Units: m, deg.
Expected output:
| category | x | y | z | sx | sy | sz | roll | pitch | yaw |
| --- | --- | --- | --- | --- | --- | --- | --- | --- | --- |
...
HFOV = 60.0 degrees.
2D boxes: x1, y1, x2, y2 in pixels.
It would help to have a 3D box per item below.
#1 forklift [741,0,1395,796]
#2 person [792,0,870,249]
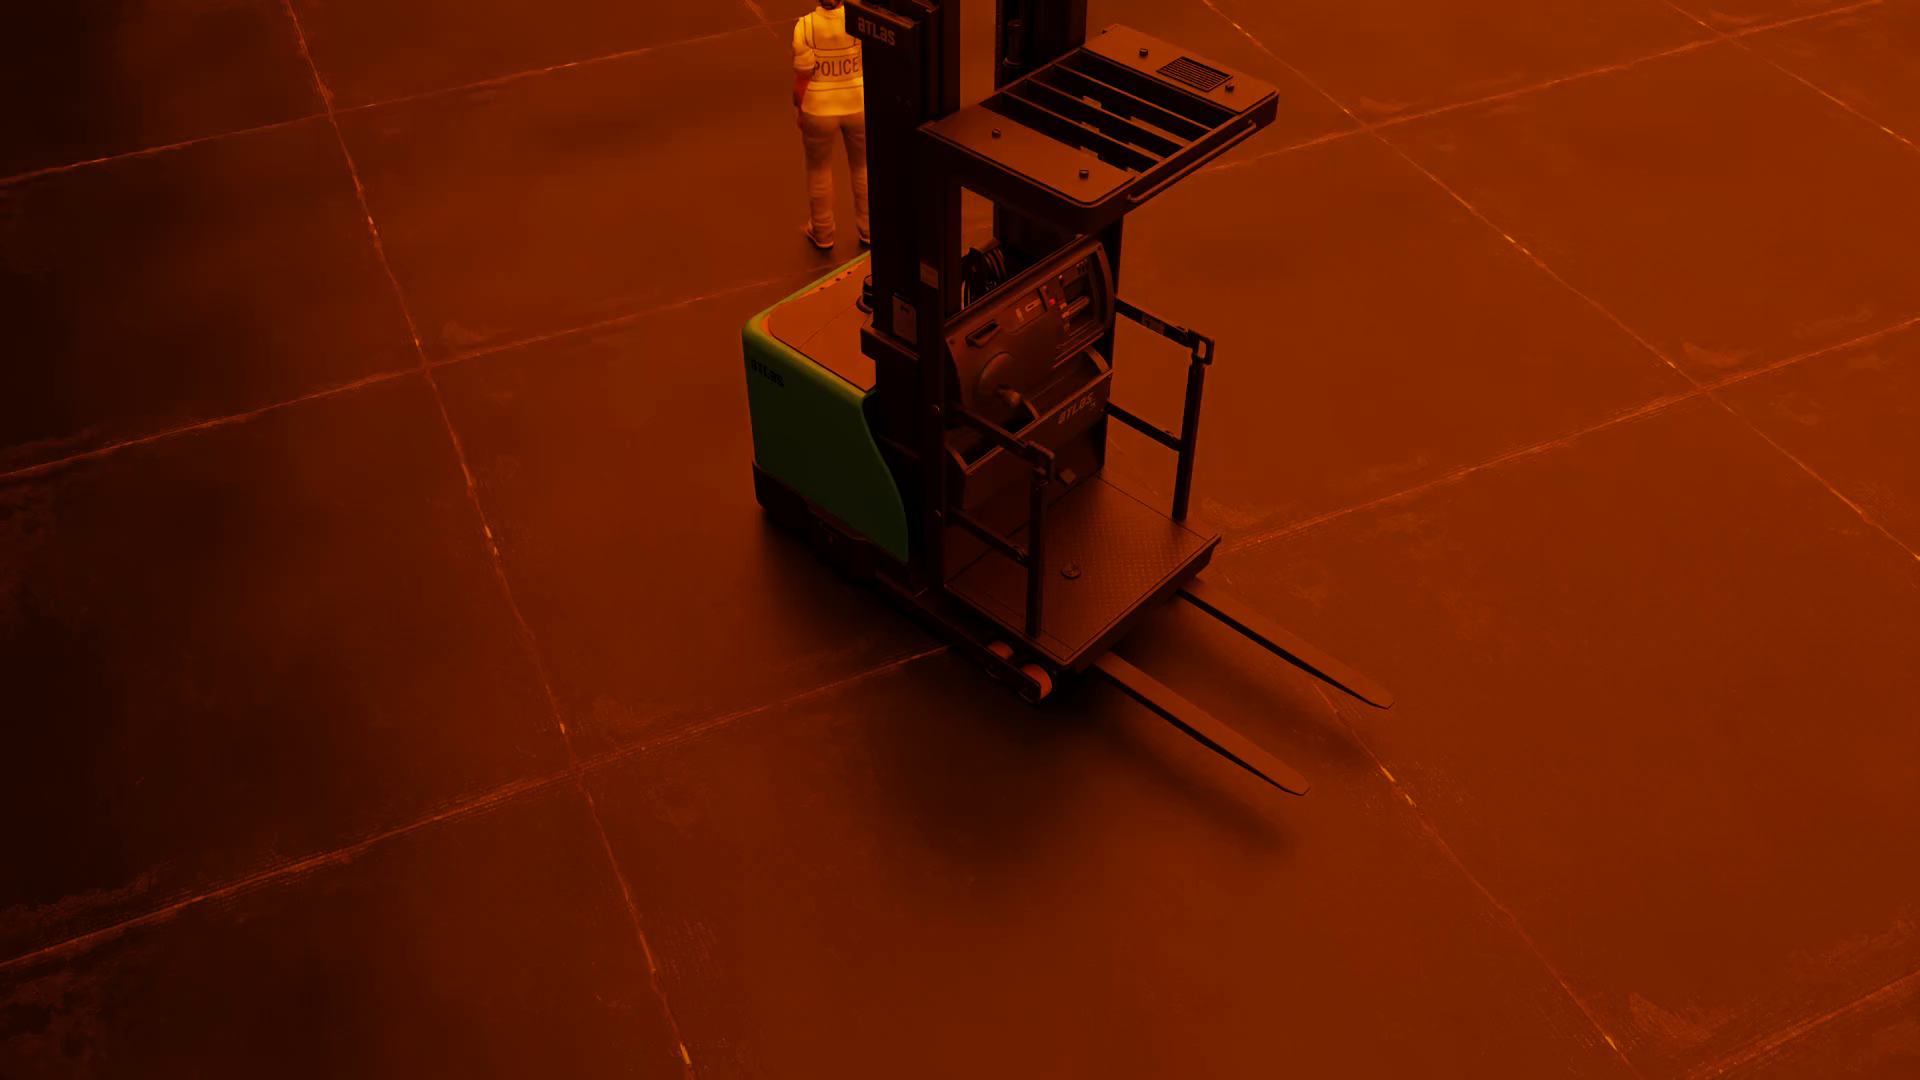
| category | x | y | z | sx | sy | sz | roll | pitch | yaw |
| --- | --- | --- | --- | --- | --- | --- | --- | --- | --- |
| forklift | 0.445 | -0.788 | 6.525 | 3.031 | 2.935 | 1.130 | 32 | 52 | 30 |
| person | -0.681 | -2.387 | 9.170 | 0.471 | 1.668 | 0.360 | -8 | 44 | -9 |
